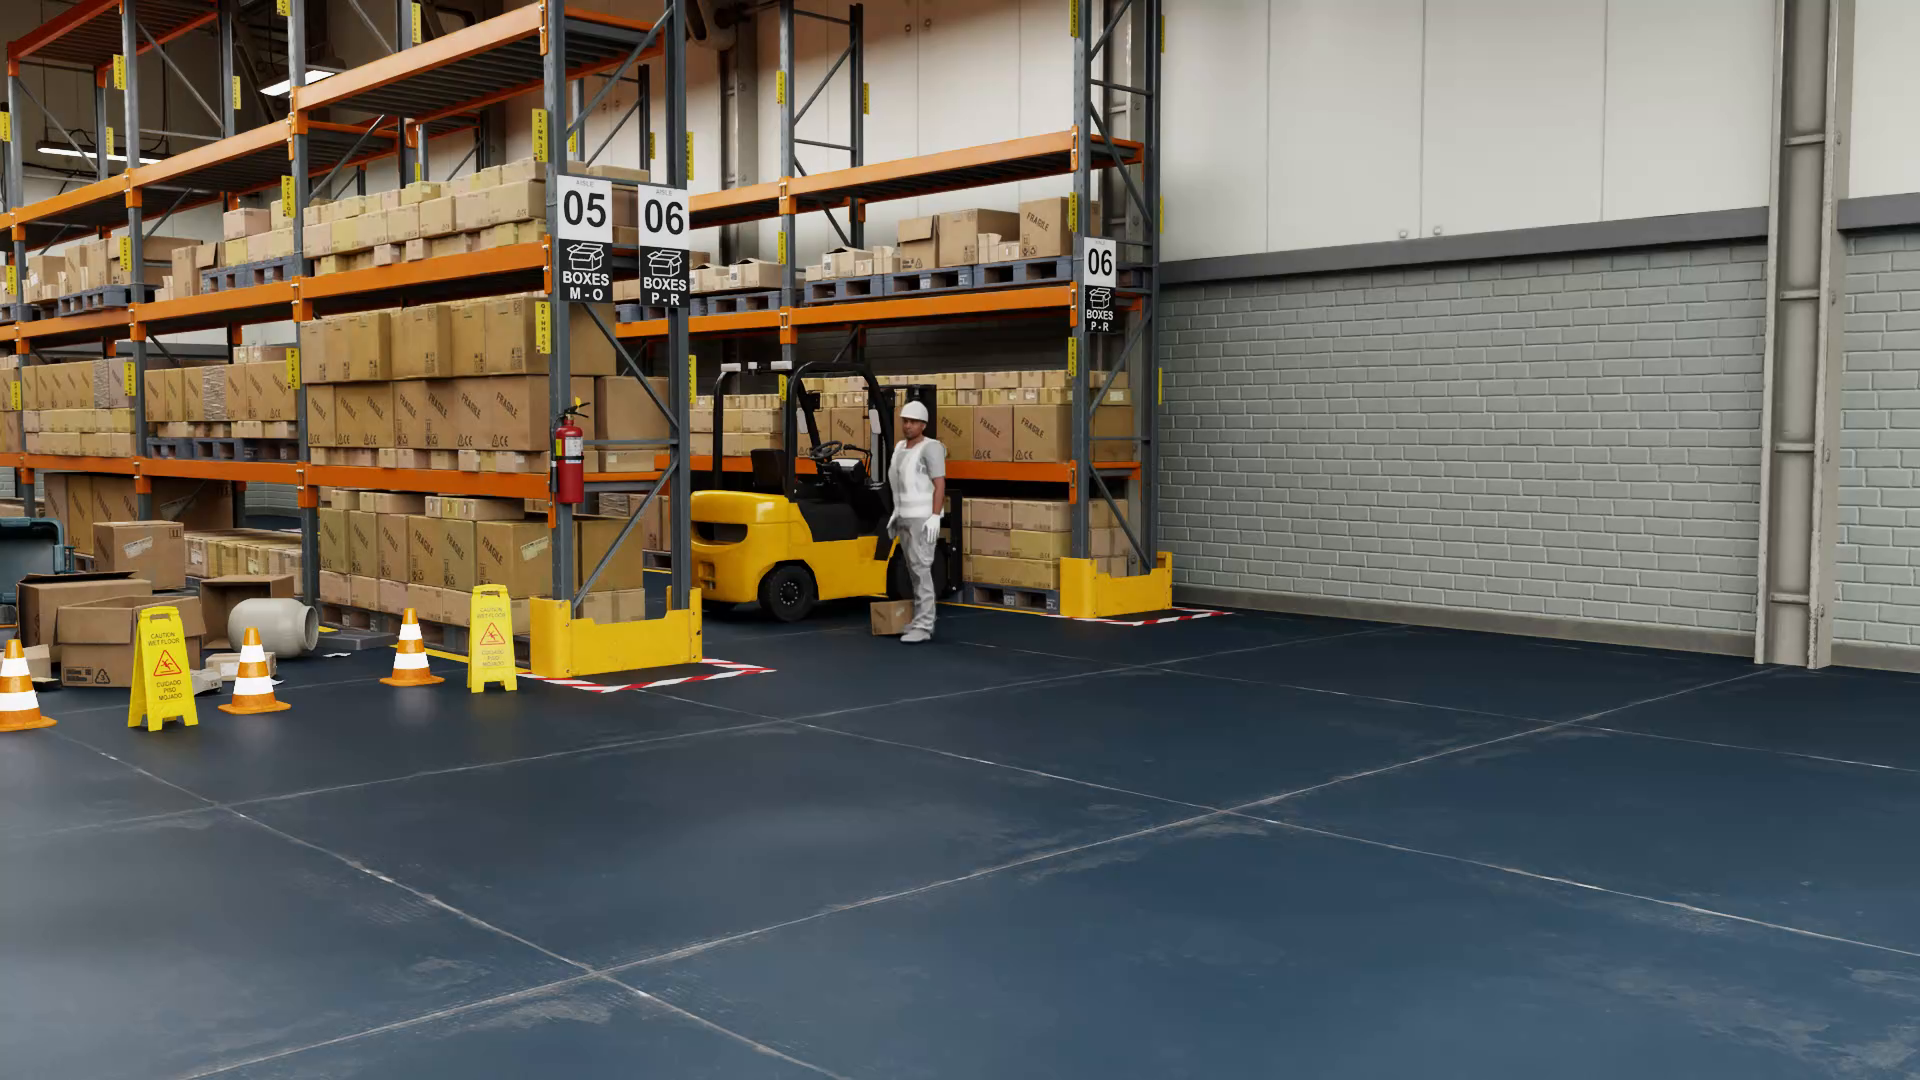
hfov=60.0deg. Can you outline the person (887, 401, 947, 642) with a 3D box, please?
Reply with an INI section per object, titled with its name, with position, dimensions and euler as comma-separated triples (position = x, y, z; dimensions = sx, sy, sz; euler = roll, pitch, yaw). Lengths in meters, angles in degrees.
[person]
position = -0.335, -0.148, 12.536
dimensions = 0.483, 1.791, 0.581
euler = -2, 4, -30
